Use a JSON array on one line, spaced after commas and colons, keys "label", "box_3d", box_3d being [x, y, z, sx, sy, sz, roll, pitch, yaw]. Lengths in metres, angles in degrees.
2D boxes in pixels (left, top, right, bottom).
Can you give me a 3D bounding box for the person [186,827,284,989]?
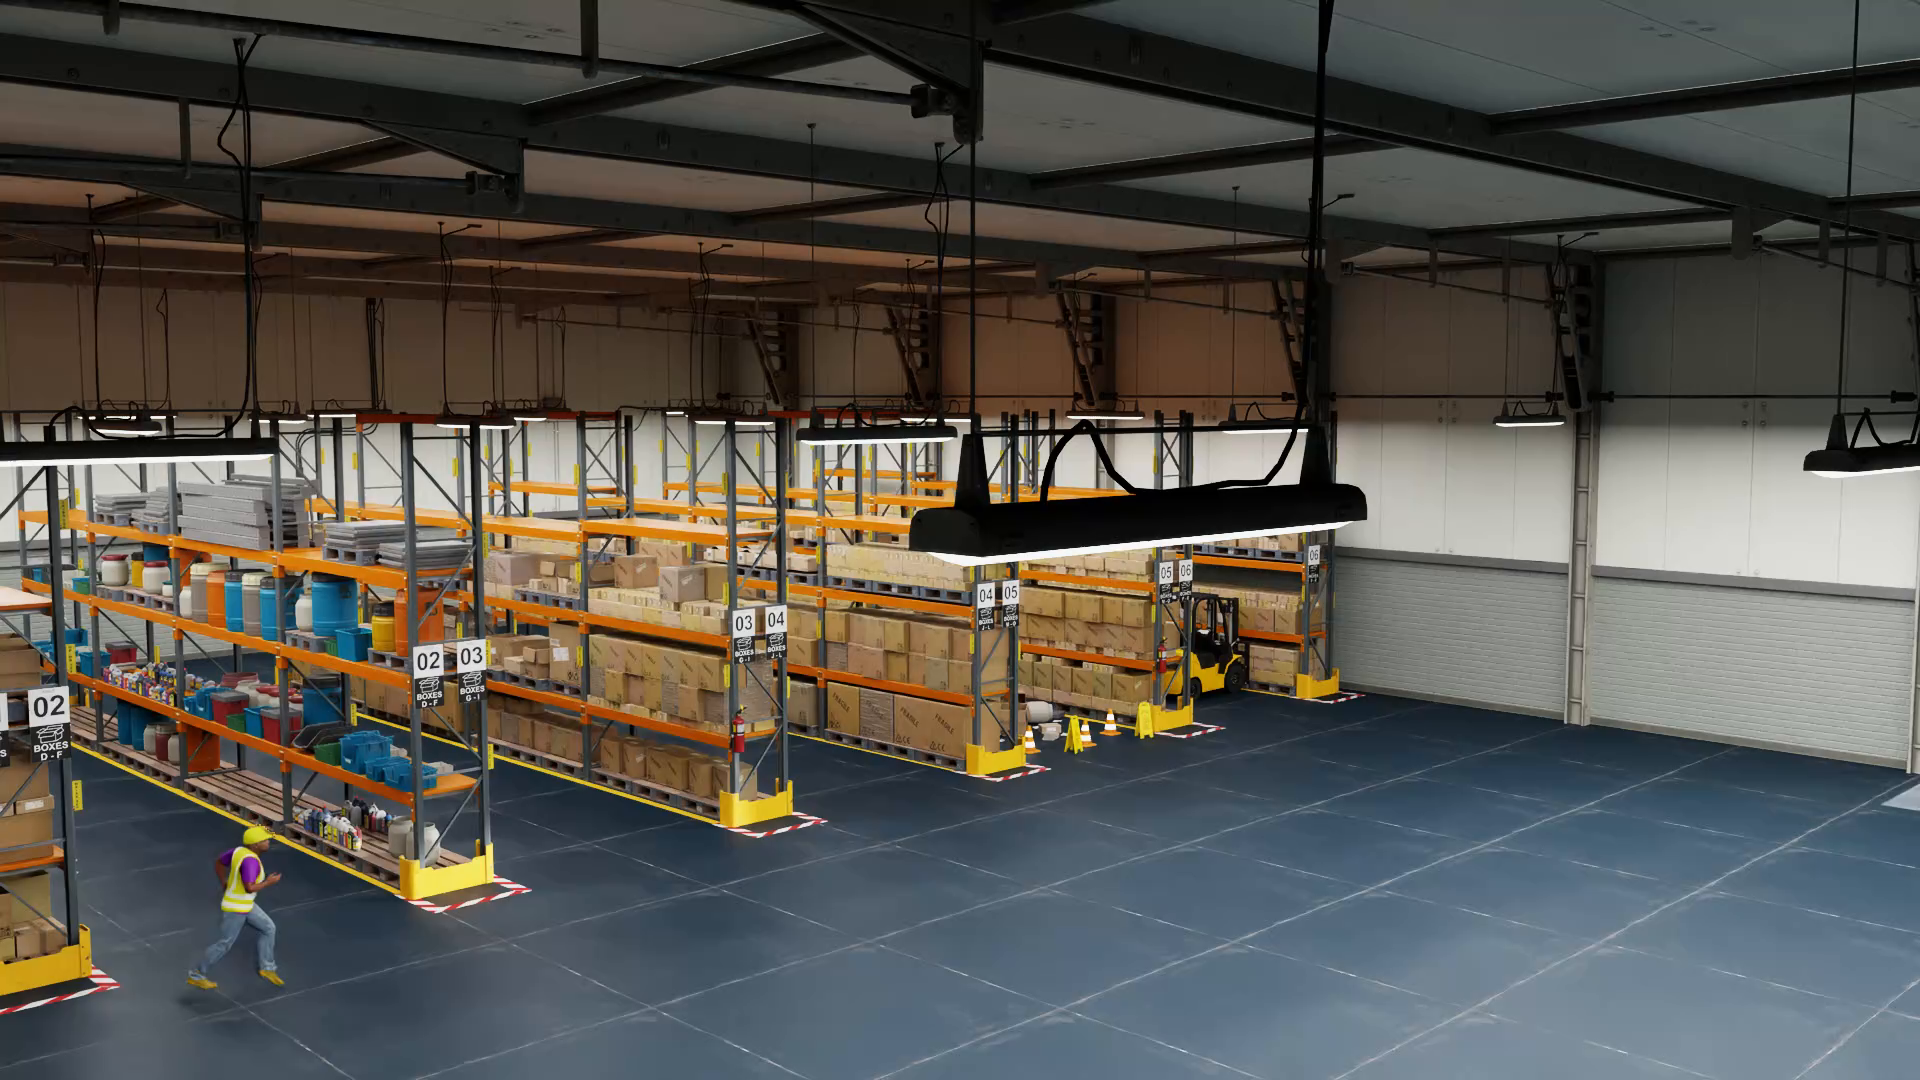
[{"label": "person", "box_3d": [-7.690, 3.945, 17.603, 0.962, 1.773, 0.668, -2, 5, -20]}]
